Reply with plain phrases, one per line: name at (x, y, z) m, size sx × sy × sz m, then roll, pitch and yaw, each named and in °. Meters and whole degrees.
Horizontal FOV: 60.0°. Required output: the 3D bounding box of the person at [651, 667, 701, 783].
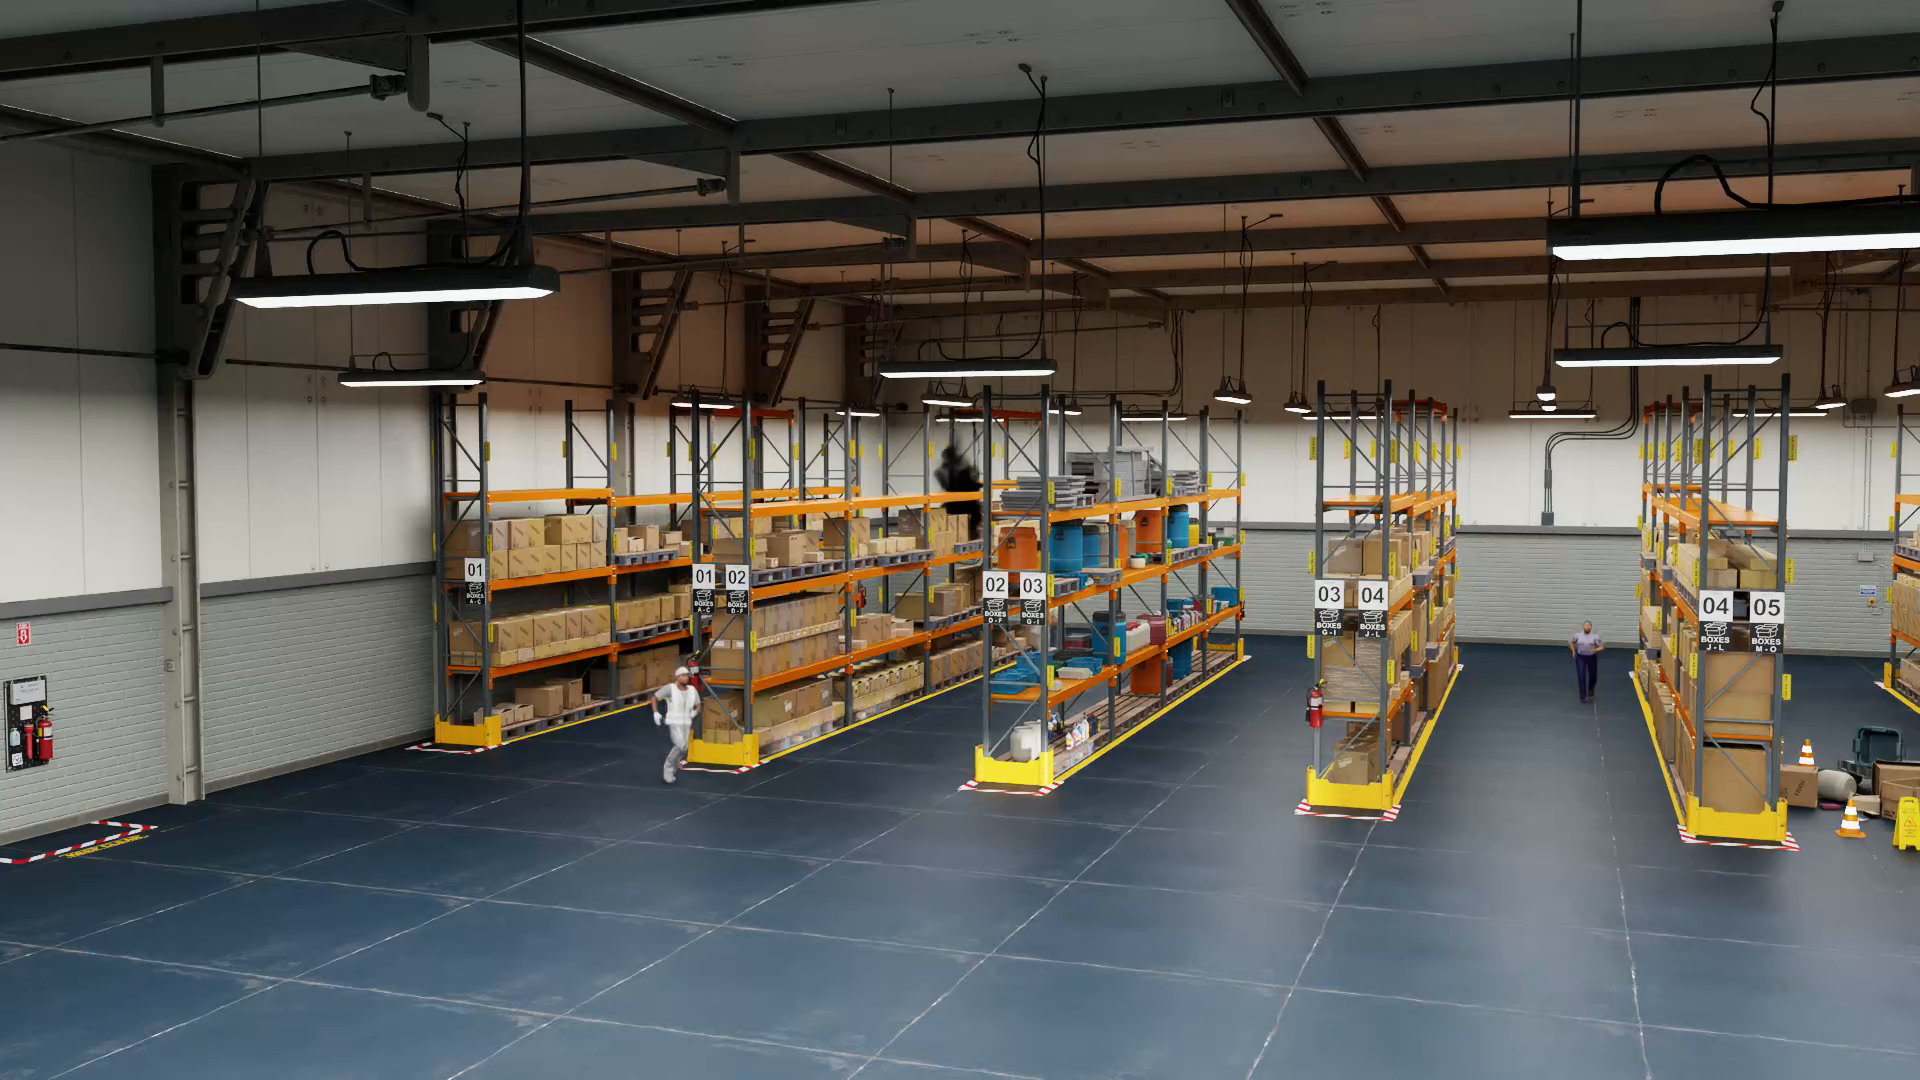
person at (-4.236, 2.787, 25.139) m, size 0.711 × 1.724 × 0.621 m, roll -3°, pitch 4°, yaw -44°

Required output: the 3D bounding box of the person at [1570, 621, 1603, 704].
person at (12.512, 2.416, 33.217) m, size 0.618 × 1.619 × 0.878 m, roll 1°, pitch 3°, yaw 19°

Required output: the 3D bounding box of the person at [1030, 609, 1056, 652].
person at (1.692, 2.047, 35.194) m, size 0.563 × 1.777 × 0.720 m, roll 1°, pitch 3°, yaw 15°
